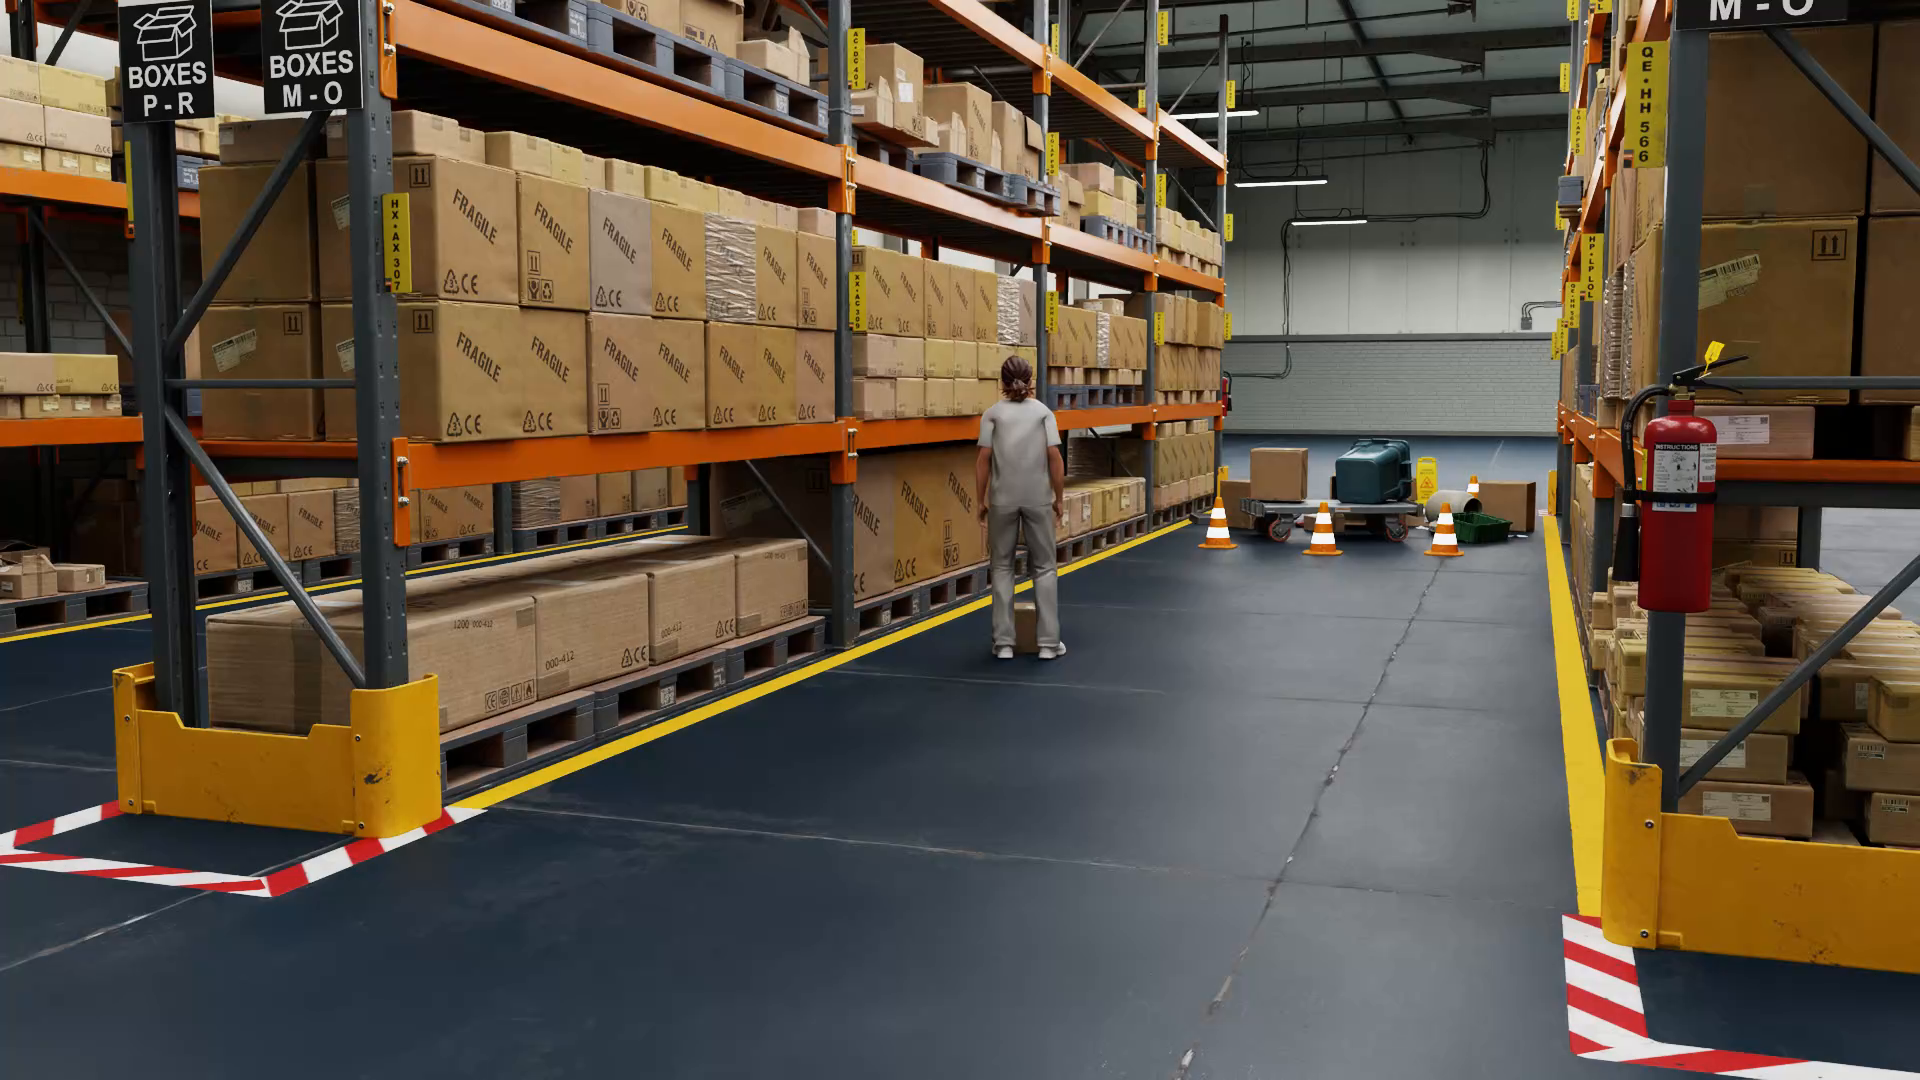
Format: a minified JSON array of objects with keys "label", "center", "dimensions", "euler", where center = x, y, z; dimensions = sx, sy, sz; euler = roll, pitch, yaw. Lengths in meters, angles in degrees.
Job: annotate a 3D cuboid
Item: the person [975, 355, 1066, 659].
[{"label":"person","center":[0.339,-0.183,9.189],"dimensions":[0.508,1.671,0.362],"euler":[0,5,2]}]
